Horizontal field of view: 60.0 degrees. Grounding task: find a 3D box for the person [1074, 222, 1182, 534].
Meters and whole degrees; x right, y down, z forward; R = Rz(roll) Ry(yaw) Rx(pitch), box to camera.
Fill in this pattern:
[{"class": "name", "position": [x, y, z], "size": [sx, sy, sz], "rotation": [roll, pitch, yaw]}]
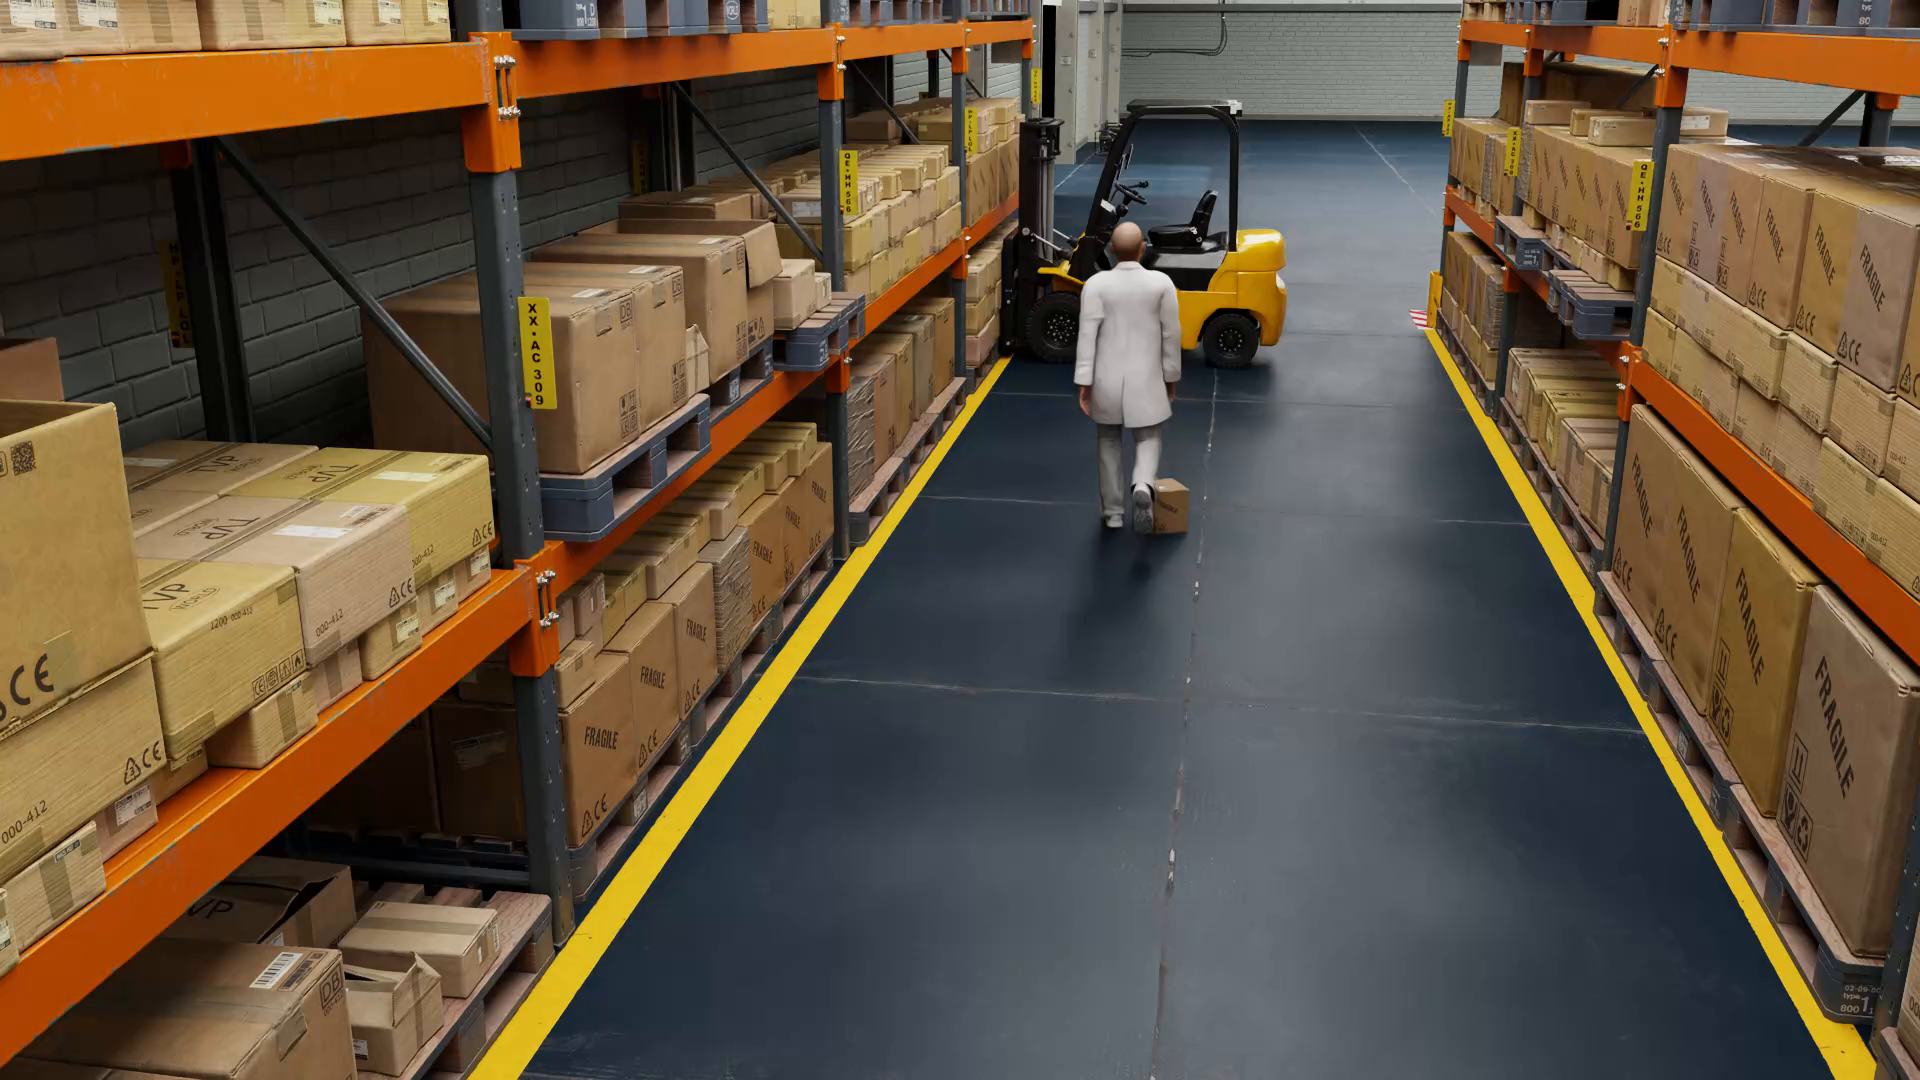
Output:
[{"class": "person", "position": [0.939, -0.889, 9.313], "size": [0.602, 1.751, 0.803], "rotation": [1, 18, 4]}]
